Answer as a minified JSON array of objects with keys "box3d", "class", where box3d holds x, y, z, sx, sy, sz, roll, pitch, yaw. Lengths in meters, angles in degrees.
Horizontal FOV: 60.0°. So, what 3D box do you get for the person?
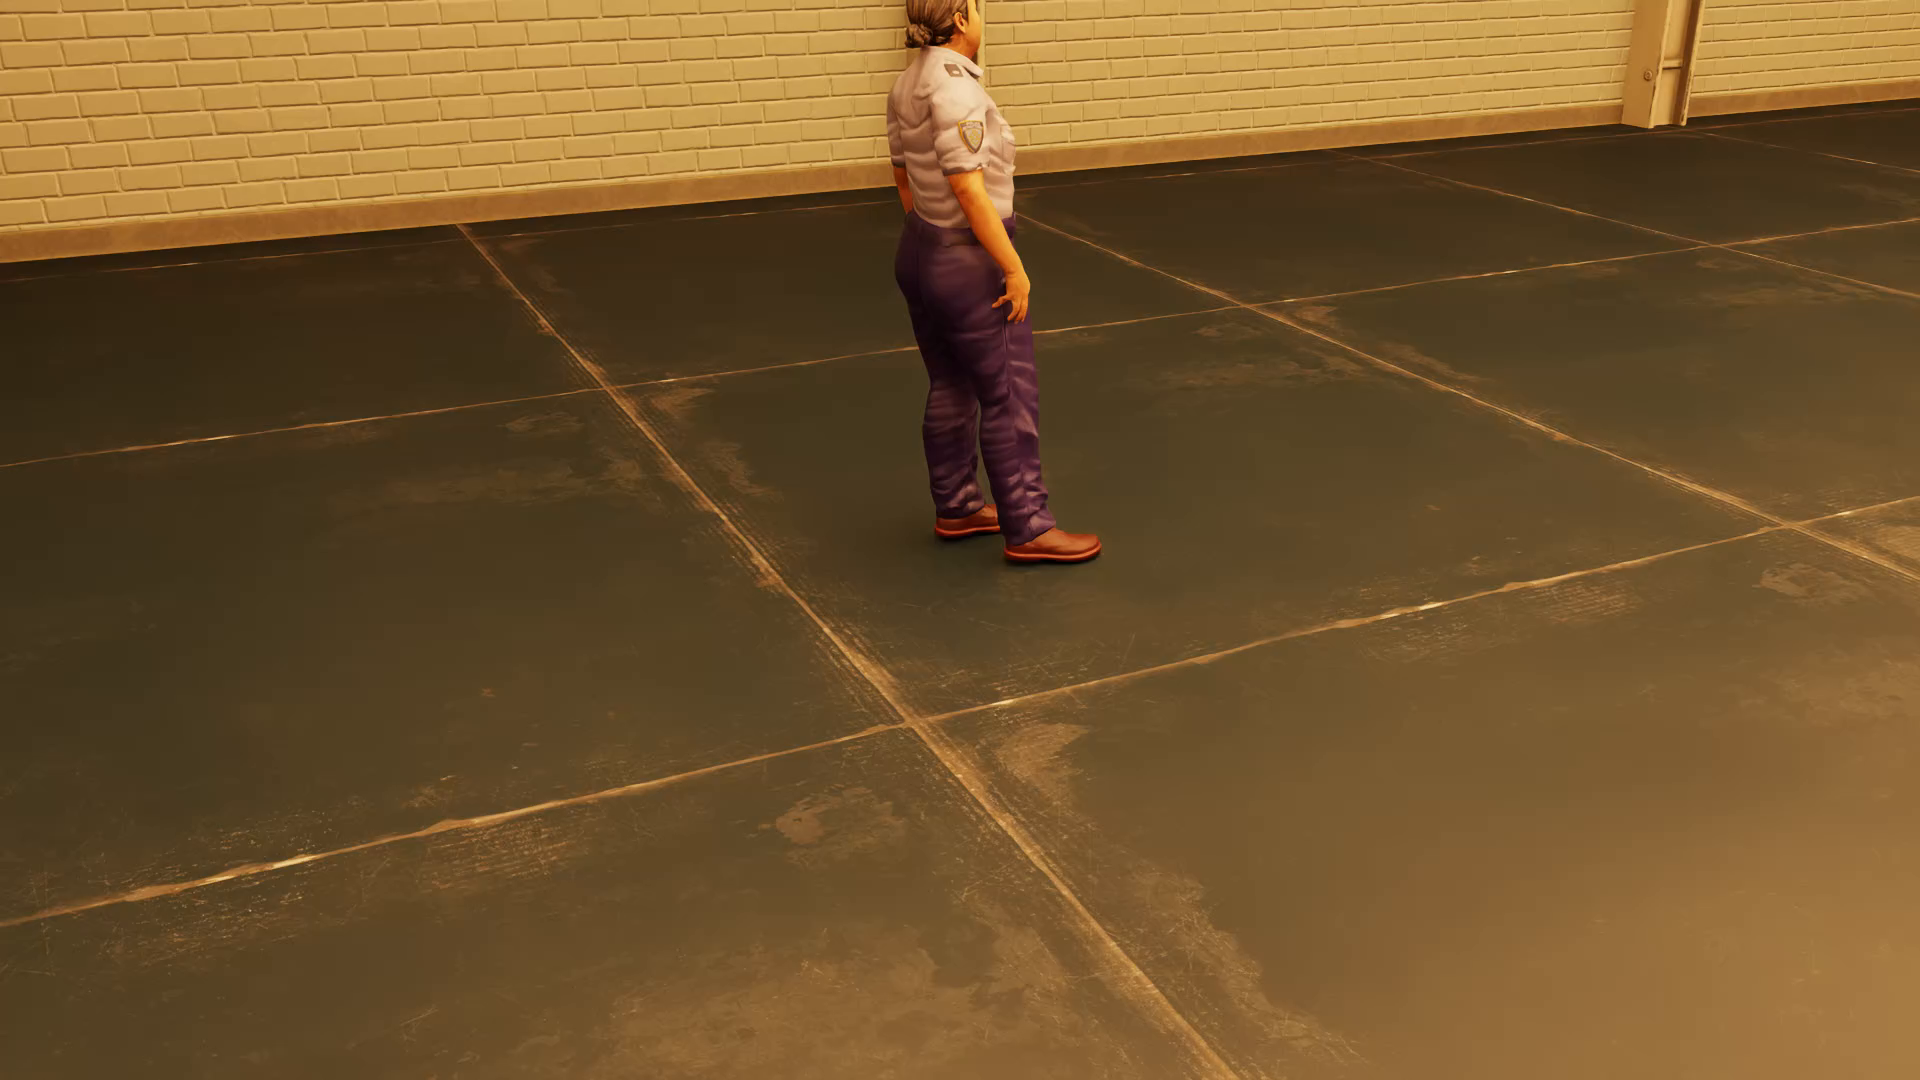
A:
[{"box3d":[0.091,-0.774,4.804,0.502,1.651,0.598,-10,25,-23],"class":"person"}]
